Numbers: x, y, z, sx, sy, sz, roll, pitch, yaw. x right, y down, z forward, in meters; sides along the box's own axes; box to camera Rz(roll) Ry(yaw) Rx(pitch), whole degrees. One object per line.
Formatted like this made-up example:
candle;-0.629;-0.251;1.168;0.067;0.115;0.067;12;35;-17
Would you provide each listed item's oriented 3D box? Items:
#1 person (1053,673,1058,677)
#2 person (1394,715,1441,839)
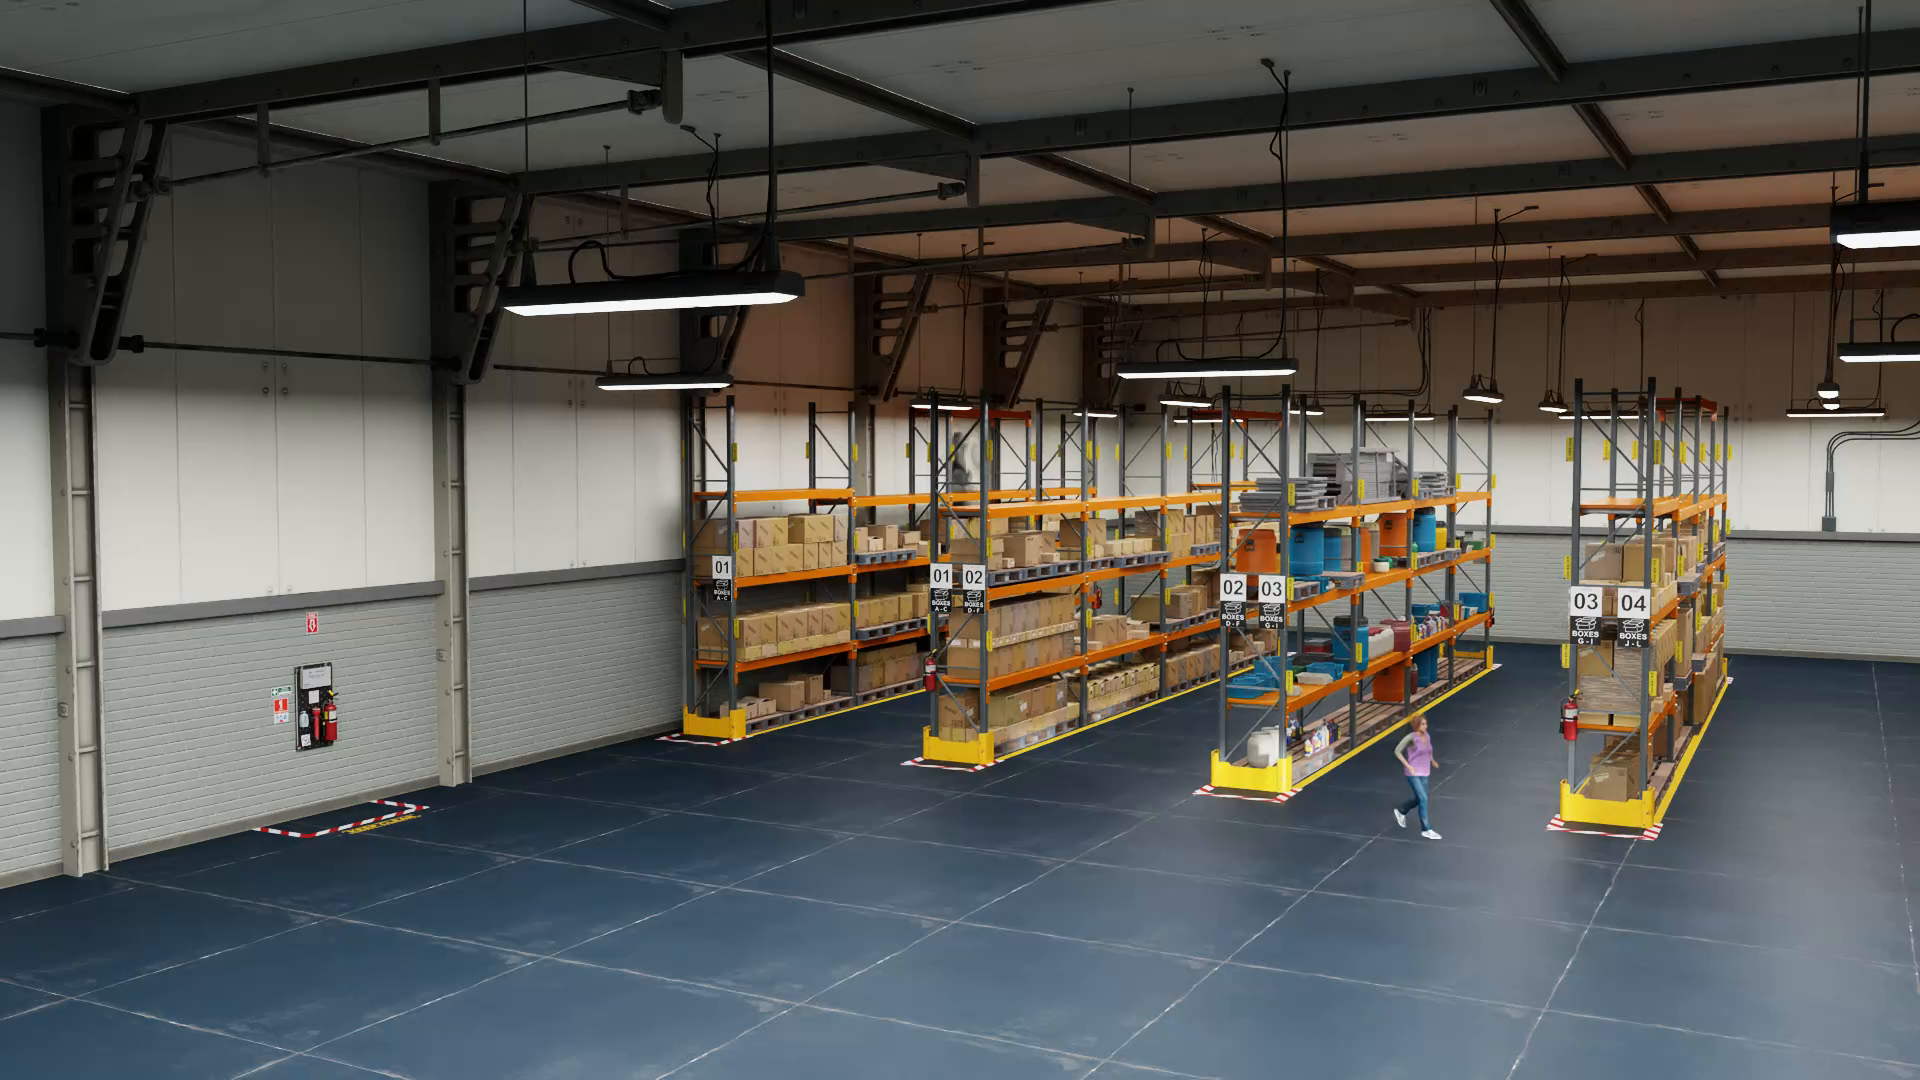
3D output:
person;1.891;2.451;33.558;0.714;1.609;1.029;2;4;37
person;5.909;3.063;21.670;0.514;1.584;0.780;-2;4;-33
